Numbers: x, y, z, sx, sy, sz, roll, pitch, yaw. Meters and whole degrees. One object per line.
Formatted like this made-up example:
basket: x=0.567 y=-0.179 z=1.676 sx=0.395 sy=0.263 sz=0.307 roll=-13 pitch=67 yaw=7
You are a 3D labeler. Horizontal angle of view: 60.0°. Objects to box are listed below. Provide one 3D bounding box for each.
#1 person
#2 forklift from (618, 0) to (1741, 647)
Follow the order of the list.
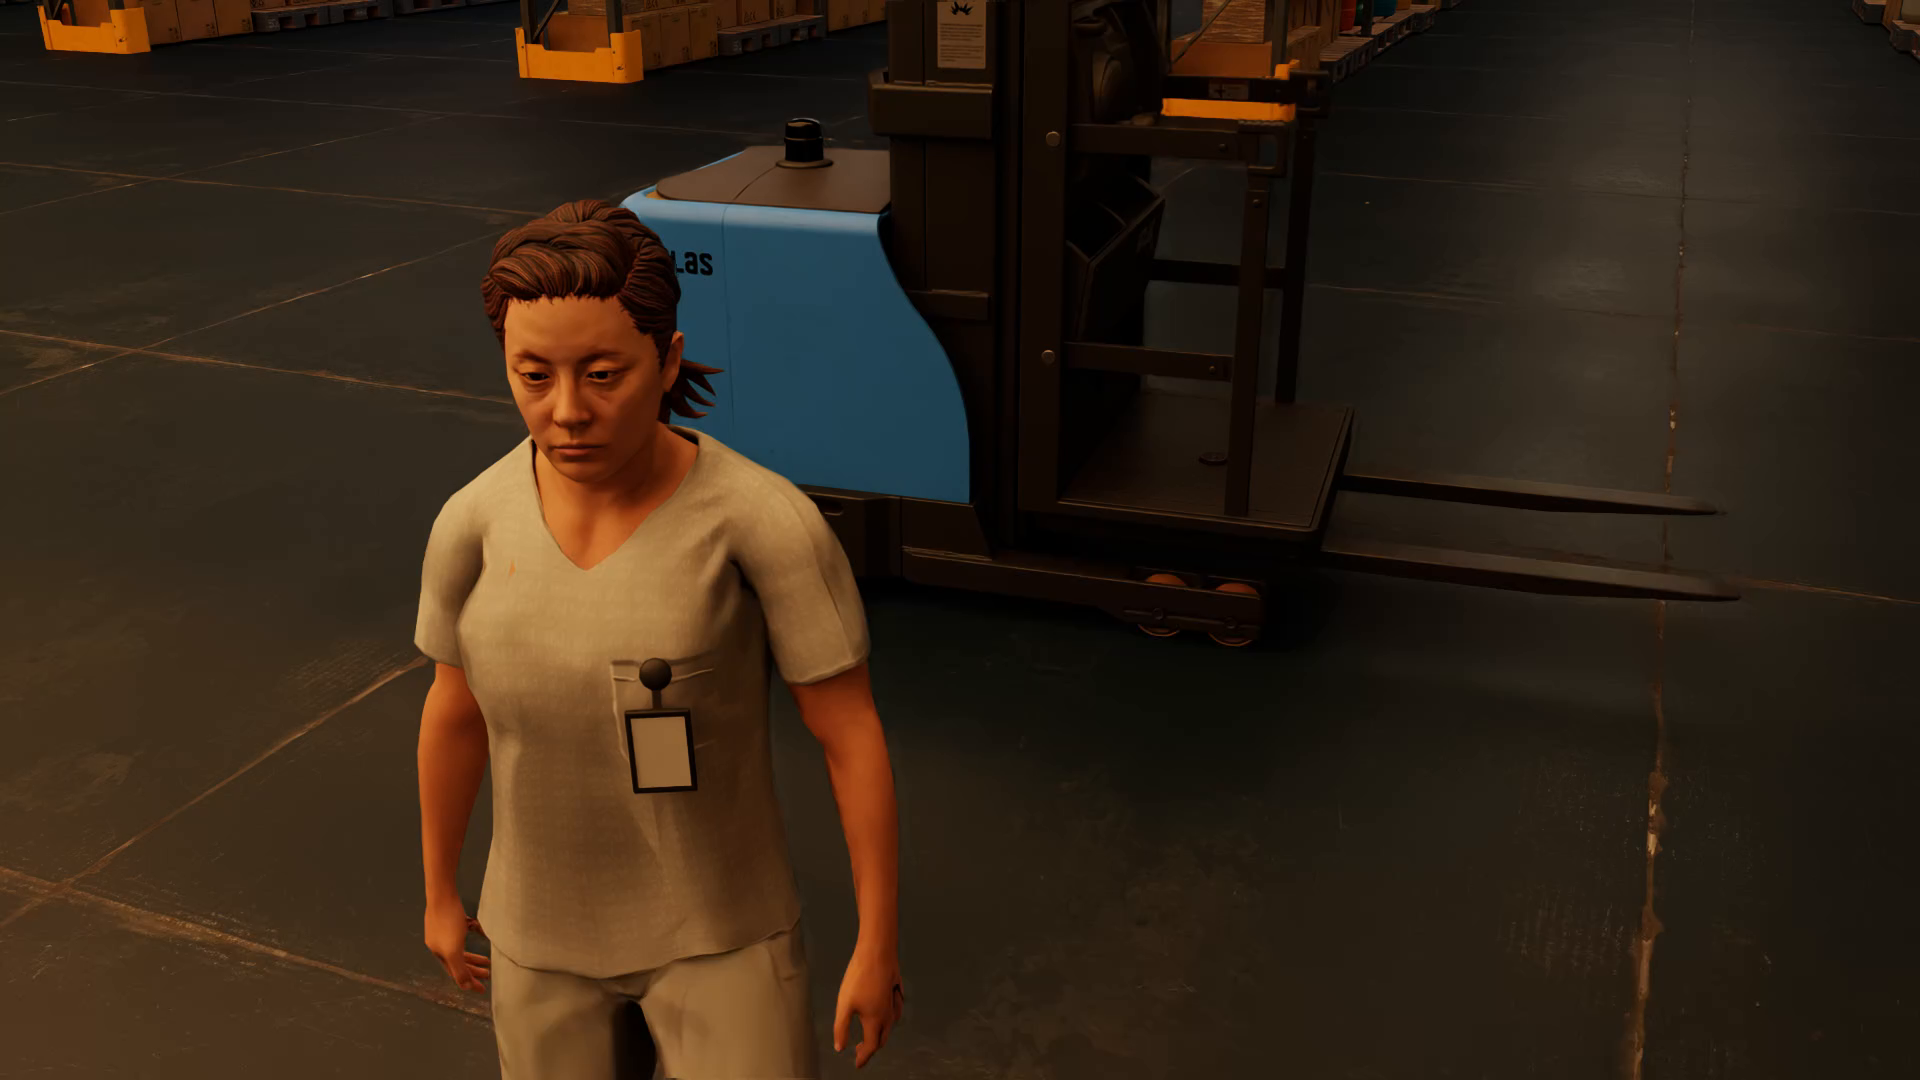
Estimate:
person: x=-0.348 y=0.462 z=1.846 sx=0.578 sy=1.655 sz=0.464 roll=2 pitch=23 yaw=5
forklift: x=0.612 y=-1.299 z=4.399 sx=3.031 sy=2.935 sz=1.130 roll=7 pitch=24 yaw=16
